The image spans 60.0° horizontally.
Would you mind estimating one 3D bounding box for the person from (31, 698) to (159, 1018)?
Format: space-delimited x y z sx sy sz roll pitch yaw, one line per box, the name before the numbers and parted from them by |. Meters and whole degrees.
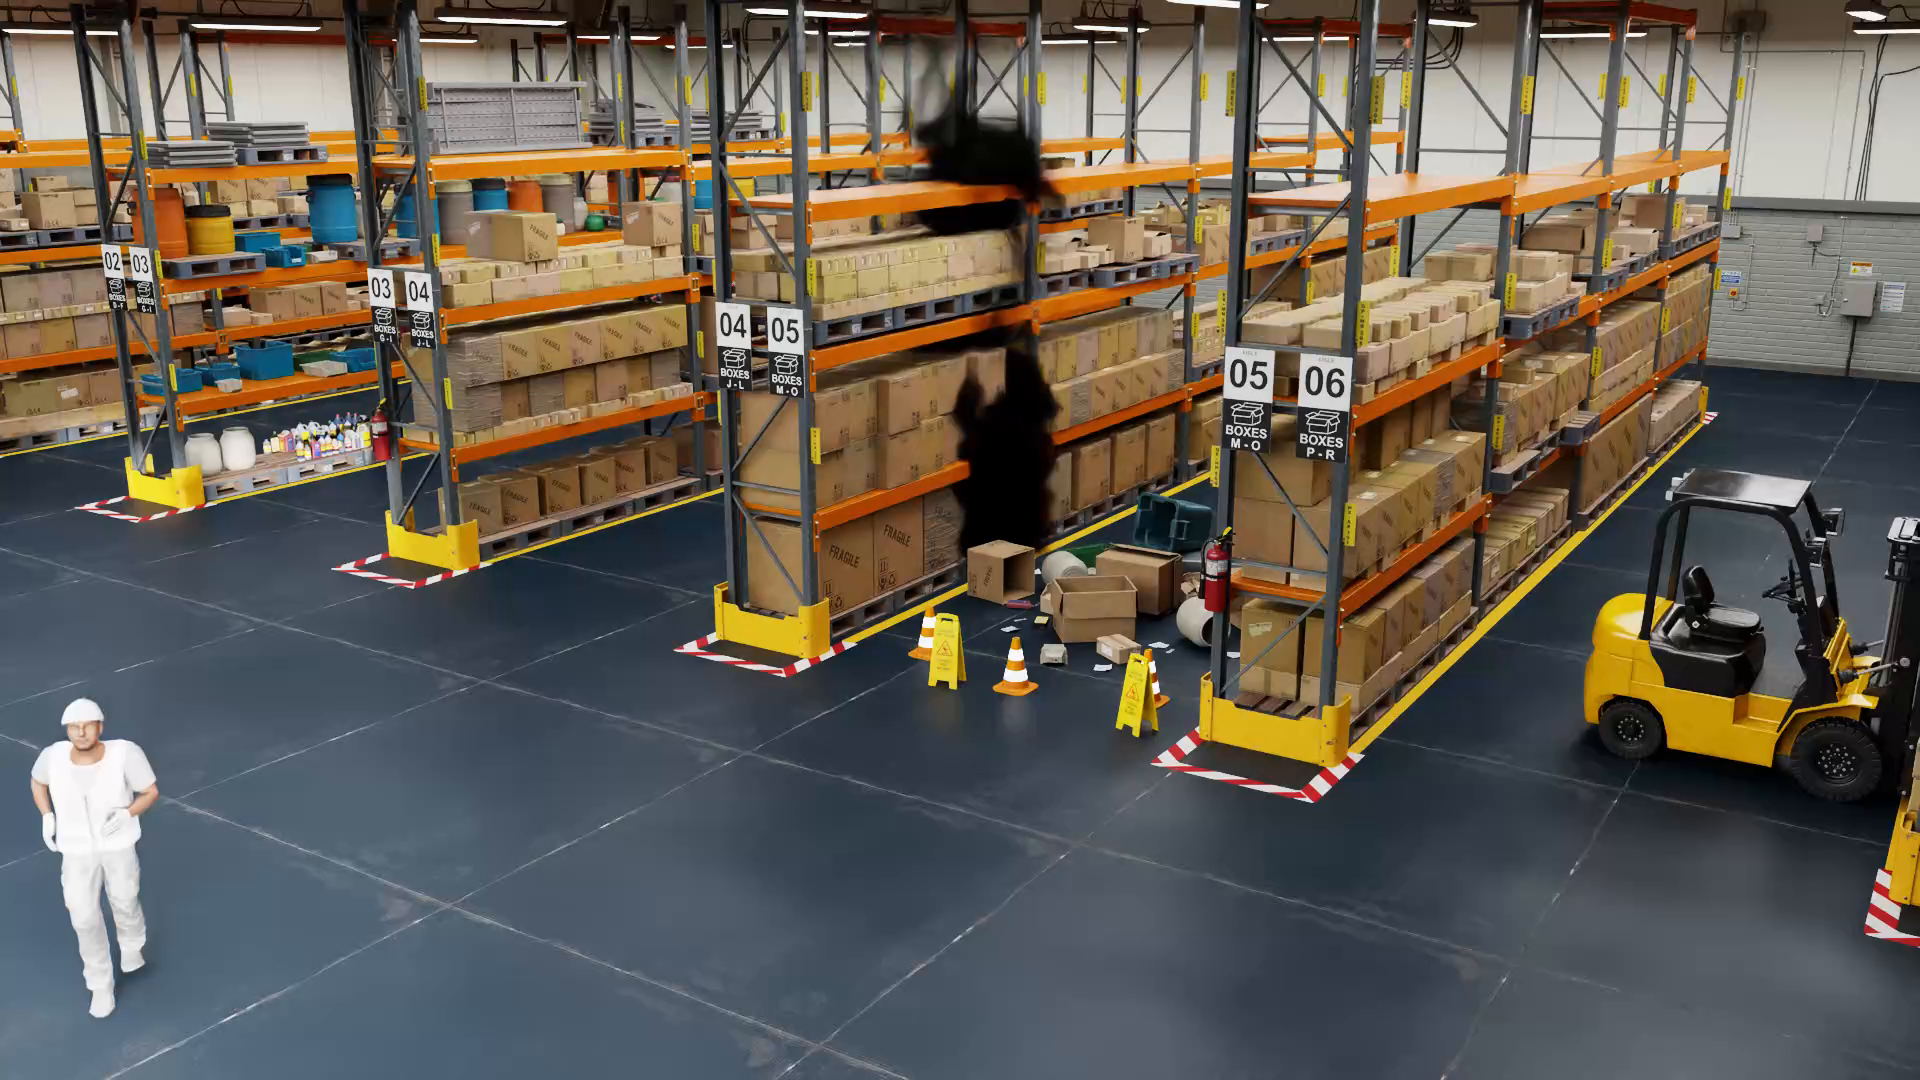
person | -4.923 1.784 9.539 0.669 1.847 0.703 -6 17 -20
